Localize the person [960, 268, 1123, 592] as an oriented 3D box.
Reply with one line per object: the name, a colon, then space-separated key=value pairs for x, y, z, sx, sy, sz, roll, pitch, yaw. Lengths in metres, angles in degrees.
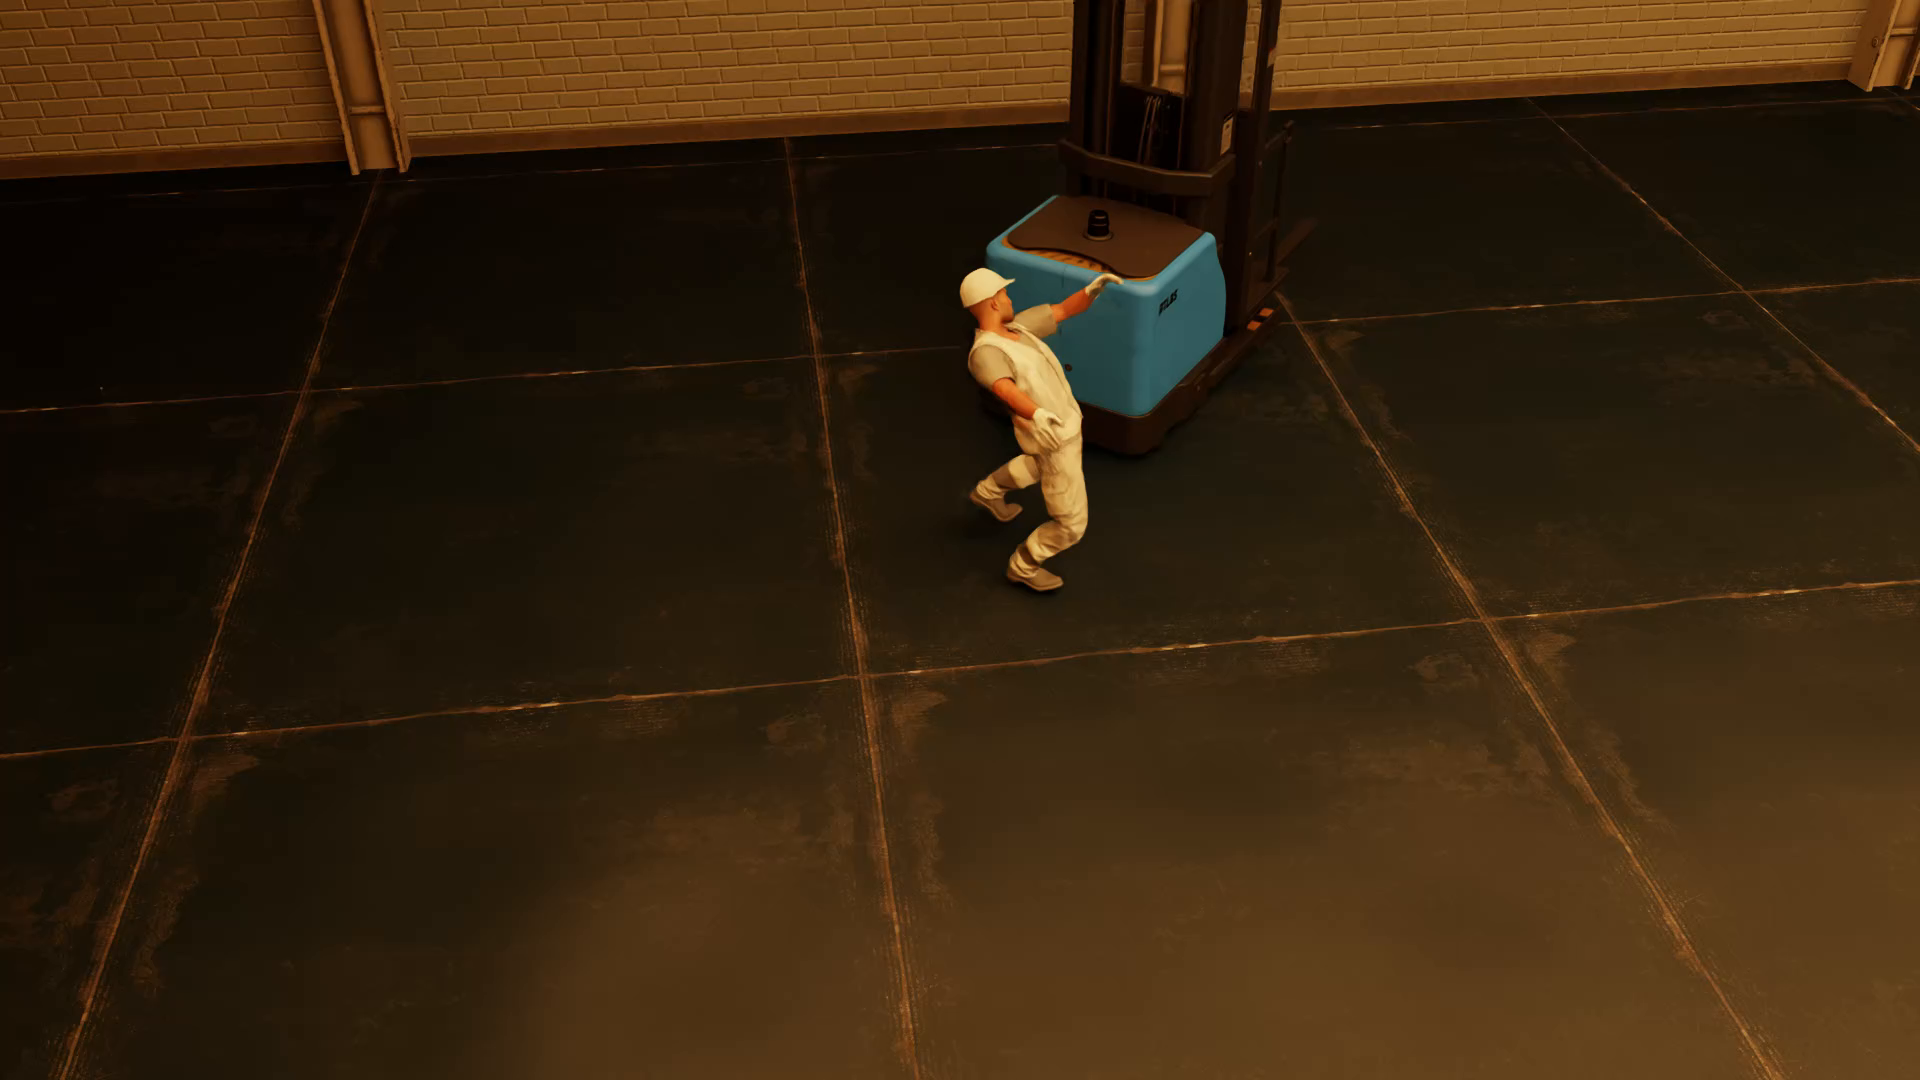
person: x=0.355 y=-0.435 z=7.766 sx=0.741 sy=1.555 sz=1.101 roll=1 pitch=36 yaw=2

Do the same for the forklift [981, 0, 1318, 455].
forklift: x=1.318 y=-2.485 z=9.459 sx=1.130 sy=2.935 sz=3.031 roll=20 pitch=40 yaw=25
